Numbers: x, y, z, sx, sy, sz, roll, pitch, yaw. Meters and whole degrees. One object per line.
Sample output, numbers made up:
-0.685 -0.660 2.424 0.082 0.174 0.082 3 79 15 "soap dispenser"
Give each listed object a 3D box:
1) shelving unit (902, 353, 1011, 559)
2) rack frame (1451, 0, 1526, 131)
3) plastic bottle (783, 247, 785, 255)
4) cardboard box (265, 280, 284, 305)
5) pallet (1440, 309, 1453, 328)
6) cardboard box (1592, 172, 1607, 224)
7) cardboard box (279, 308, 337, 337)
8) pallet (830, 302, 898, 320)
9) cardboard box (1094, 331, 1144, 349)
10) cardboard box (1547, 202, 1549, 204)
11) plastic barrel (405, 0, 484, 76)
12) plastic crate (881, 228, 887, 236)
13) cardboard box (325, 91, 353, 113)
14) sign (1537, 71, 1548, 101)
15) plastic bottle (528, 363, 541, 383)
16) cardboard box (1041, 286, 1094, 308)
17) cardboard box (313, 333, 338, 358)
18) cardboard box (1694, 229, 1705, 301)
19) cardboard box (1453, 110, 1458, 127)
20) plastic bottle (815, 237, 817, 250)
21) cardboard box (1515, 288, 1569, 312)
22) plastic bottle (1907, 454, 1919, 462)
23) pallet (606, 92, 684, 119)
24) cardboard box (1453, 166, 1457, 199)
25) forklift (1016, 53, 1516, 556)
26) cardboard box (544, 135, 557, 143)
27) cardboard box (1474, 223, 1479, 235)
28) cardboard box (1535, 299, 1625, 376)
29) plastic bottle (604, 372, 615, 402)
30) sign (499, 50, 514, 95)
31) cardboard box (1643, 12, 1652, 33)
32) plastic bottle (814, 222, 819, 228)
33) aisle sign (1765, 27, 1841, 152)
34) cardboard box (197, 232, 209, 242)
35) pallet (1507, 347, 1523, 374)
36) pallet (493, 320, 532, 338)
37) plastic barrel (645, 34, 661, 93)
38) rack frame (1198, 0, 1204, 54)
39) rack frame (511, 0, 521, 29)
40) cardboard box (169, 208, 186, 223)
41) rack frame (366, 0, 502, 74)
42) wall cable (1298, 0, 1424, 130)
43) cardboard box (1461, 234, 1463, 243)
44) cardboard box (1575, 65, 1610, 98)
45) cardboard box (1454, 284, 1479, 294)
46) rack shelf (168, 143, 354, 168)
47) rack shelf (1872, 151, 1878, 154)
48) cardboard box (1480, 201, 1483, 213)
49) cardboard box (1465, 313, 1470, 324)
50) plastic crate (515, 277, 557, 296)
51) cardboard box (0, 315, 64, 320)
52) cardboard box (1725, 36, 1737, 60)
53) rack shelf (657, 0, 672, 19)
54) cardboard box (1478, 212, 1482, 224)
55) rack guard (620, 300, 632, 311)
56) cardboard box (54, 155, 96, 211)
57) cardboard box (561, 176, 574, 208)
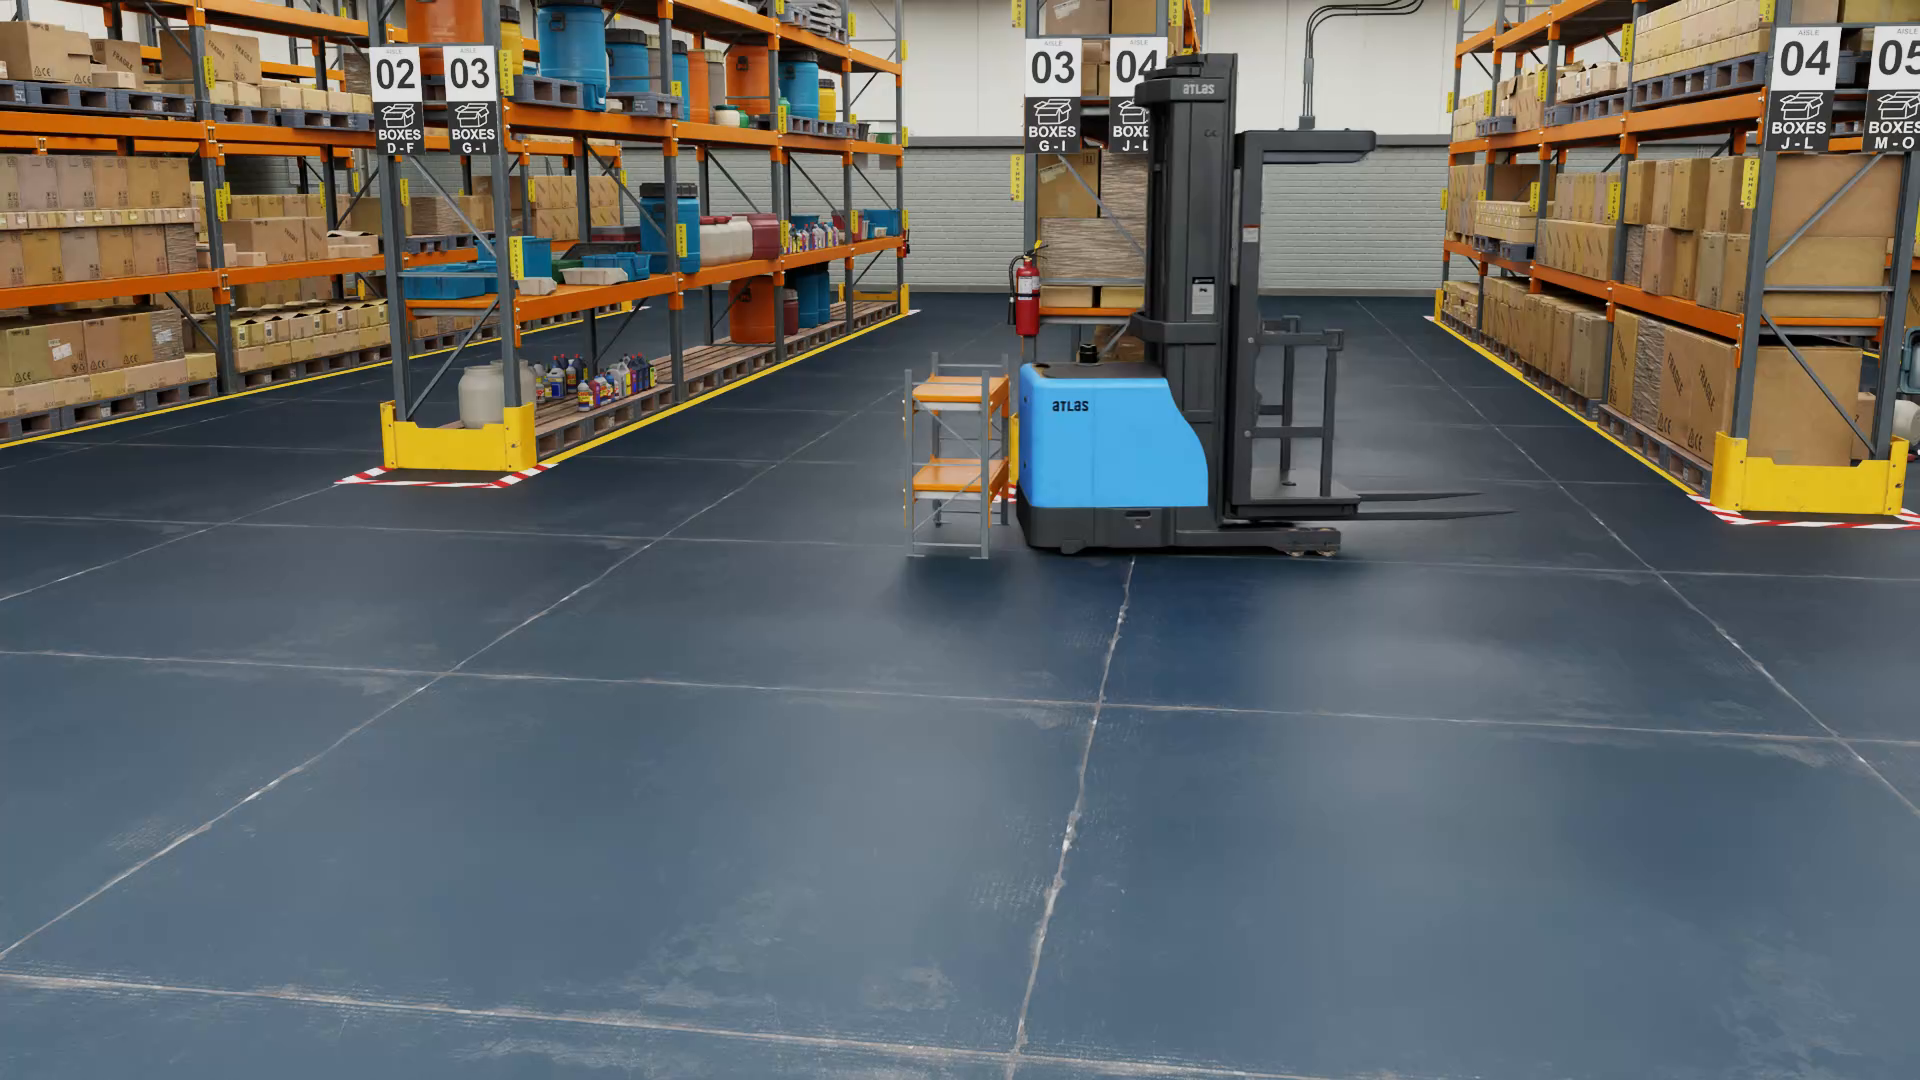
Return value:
-0.005 -0.551 10.382 0.538 1.125 1.048 2 12 8 "shelving unit"
8.309 -7.957 26.054 1.000 3.000 0.127 2 12 9 "rack frame"
-2.270 -3.741 21.037 0.097 0.271 0.097 0 12 0 "plastic bottle"
-11.578 -4.095 27.311 0.700 0.500 0.500 2 12 8 "cardboard box"
8.138 -3.477 26.127 1.003 0.211 1.213 2 12 9 "pallet"
6.690 -3.380 16.445 0.700 0.500 0.500 2 12 9 "cardboard box"
-7.665 -2.563 19.464 0.500 0.311 0.500 2 12 10 "cardboard box"
-1.635 -3.833 27.777 1.003 0.211 1.213 2 12 9 "pallet"
1.694 -1.828 16.745 0.700 0.500 0.500 1 12 4 "cardboard box"
7.624 -4.204 21.066 0.380 0.149 0.250 1 12 6 "cardboard box"
-3.982 -4.023 12.902 0.600 0.830 0.708 2 12 9 "plastic barrel"
-1.417 -5.091 27.481 0.396 0.136 0.243 2 12 9 "plastic crate"
-7.671 -5.255 19.995 0.500 0.250 0.500 2 12 10 "cardboard box"
6.543 -5.096 18.672 0.100 0.325 0.005 2 12 9 "sign"
-3.973 -1.467 15.426 0.144 0.351 0.185 2 12 11 "plastic bottle"
0.803 -1.818 12.407 0.380 0.149 0.250 2 12 9 "cardboard box"
-7.667 -2.287 19.514 0.500 0.250 0.500 2 12 10 "cardboard box"
6.134 -2.073 12.637 0.875 0.550 0.550 2 12 9 "cardboard box"
7.984 -6.576 25.939 0.500 0.250 0.500 2 12 10 "cardboard box"
-2.007 -4.062 22.692 0.097 0.201 0.097 0 12 0 "plastic bottle"
6.925 -2.860 19.799 0.500 0.250 0.500 2 12 7 "cardboard box"
7.593 -0.669 13.451 0.283 0.061 0.133 -2 12 -11 "plastic bottle"
-3.330 -4.089 15.675 1.213 0.211 1.003 2 12 9 "pallet"
7.907 -5.517 25.657 0.500 0.500 0.500 2 12 10 "cardboard box"
1.905 -1.445 10.239 3.031 2.935 1.130 -1 12 -3 "forklift"
-6.579 -6.285 25.773 0.500 0.250 0.500 2 12 9 "cardboard box"
7.179 -4.207 22.493 0.380 0.149 0.250 1 12 6 "cardboard box"
6.765 -2.158 17.732 1.050 0.750 0.750 2 12 10 "cardboard box"
-3.245 -1.419 15.388 0.097 0.271 0.097 0 12 0 "plastic bottle"
-3.388 -3.488 12.415 0.100 0.325 0.005 2 12 9 "sign"
6.034 -4.396 14.119 0.380 0.149 0.250 2 12 8 "cardboard box"
-2.046 -4.312 23.500 0.144 0.351 0.185 2 12 9 "plastic bottle"
5.541 -2.959 10.934 0.394 0.787 0.004 2 12 9 "aisle sign"
-11.662 -4.609 25.308 0.380 0.149 0.250 2 12 10 "cardboard box"
7.201 -2.158 20.007 1.003 0.211 1.213 2 12 9 "pallet"
-7.067 -3.161 24.661 1.003 0.211 1.213 2 12 9 "pallet"
-3.351 -4.829 17.470 0.600 0.901 0.600 0 12 0 "plastic barrel"
3.424 -8.139 26.897 1.000 3.000 0.127 2 12 9 "rack frame"
-6.979 -7.628 24.527 1.000 3.000 0.127 2 12 9 "rack frame"
-8.080 -3.281 16.819 0.380 0.149 0.250 2 12 7 "cardboard box"
-3.931 -4.968 12.187 1.000 3.000 0.127 2 12 9 "rack frame"
7.699 -10.777 31.502 2.277 5.999 0.120 2 12 9 "wall cable"
7.807 -4.571 25.182 0.380 0.149 0.250 2 12 8 "cardboard box"
6.594 -4.681 16.951 0.500 0.311 0.500 2 12 8 "cardboard box"
7.848 -3.865 25.664 0.380 0.149 0.250 1 12 6 "cardboard box"
-11.567 -6.386 27.591 1.077 0.370 4.000 2 12 9 "rack shelf"
12.293 -4.750 20.004 1.077 0.370 4.000 2 12 9 "rack shelf"
7.142 -4.439 22.160 0.380 0.149 0.250 2 12 10 "cardboard box"
7.517 -3.204 24.012 0.380 0.149 0.250 1 12 7 "cardboard box"
-3.475 -2.083 13.663 0.298 0.136 0.250 2 12 9 "plastic crate"
-8.819 -1.859 15.748 0.500 0.500 0.500 2 12 9 "cardboard box"
5.643 -3.477 11.750 0.380 0.149 0.250 2 12 9 "cardboard box"
-3.623 -4.837 14.237 1.077 0.370 4.000 2 12 9 "rack shelf"
7.141 -4.298 22.211 0.380 0.149 0.250 2 12 8 "cardboard box"
-6.376 -4.290 29.212 1.175 0.500 0.348 2 12 9 "rack guard"
-8.503 -3.307 15.400 0.700 0.500 0.500 2 12 9 "cardboard box"
-6.470 -5.536 26.450 0.500 0.500 0.500 2 12 7 "cardboard box"
